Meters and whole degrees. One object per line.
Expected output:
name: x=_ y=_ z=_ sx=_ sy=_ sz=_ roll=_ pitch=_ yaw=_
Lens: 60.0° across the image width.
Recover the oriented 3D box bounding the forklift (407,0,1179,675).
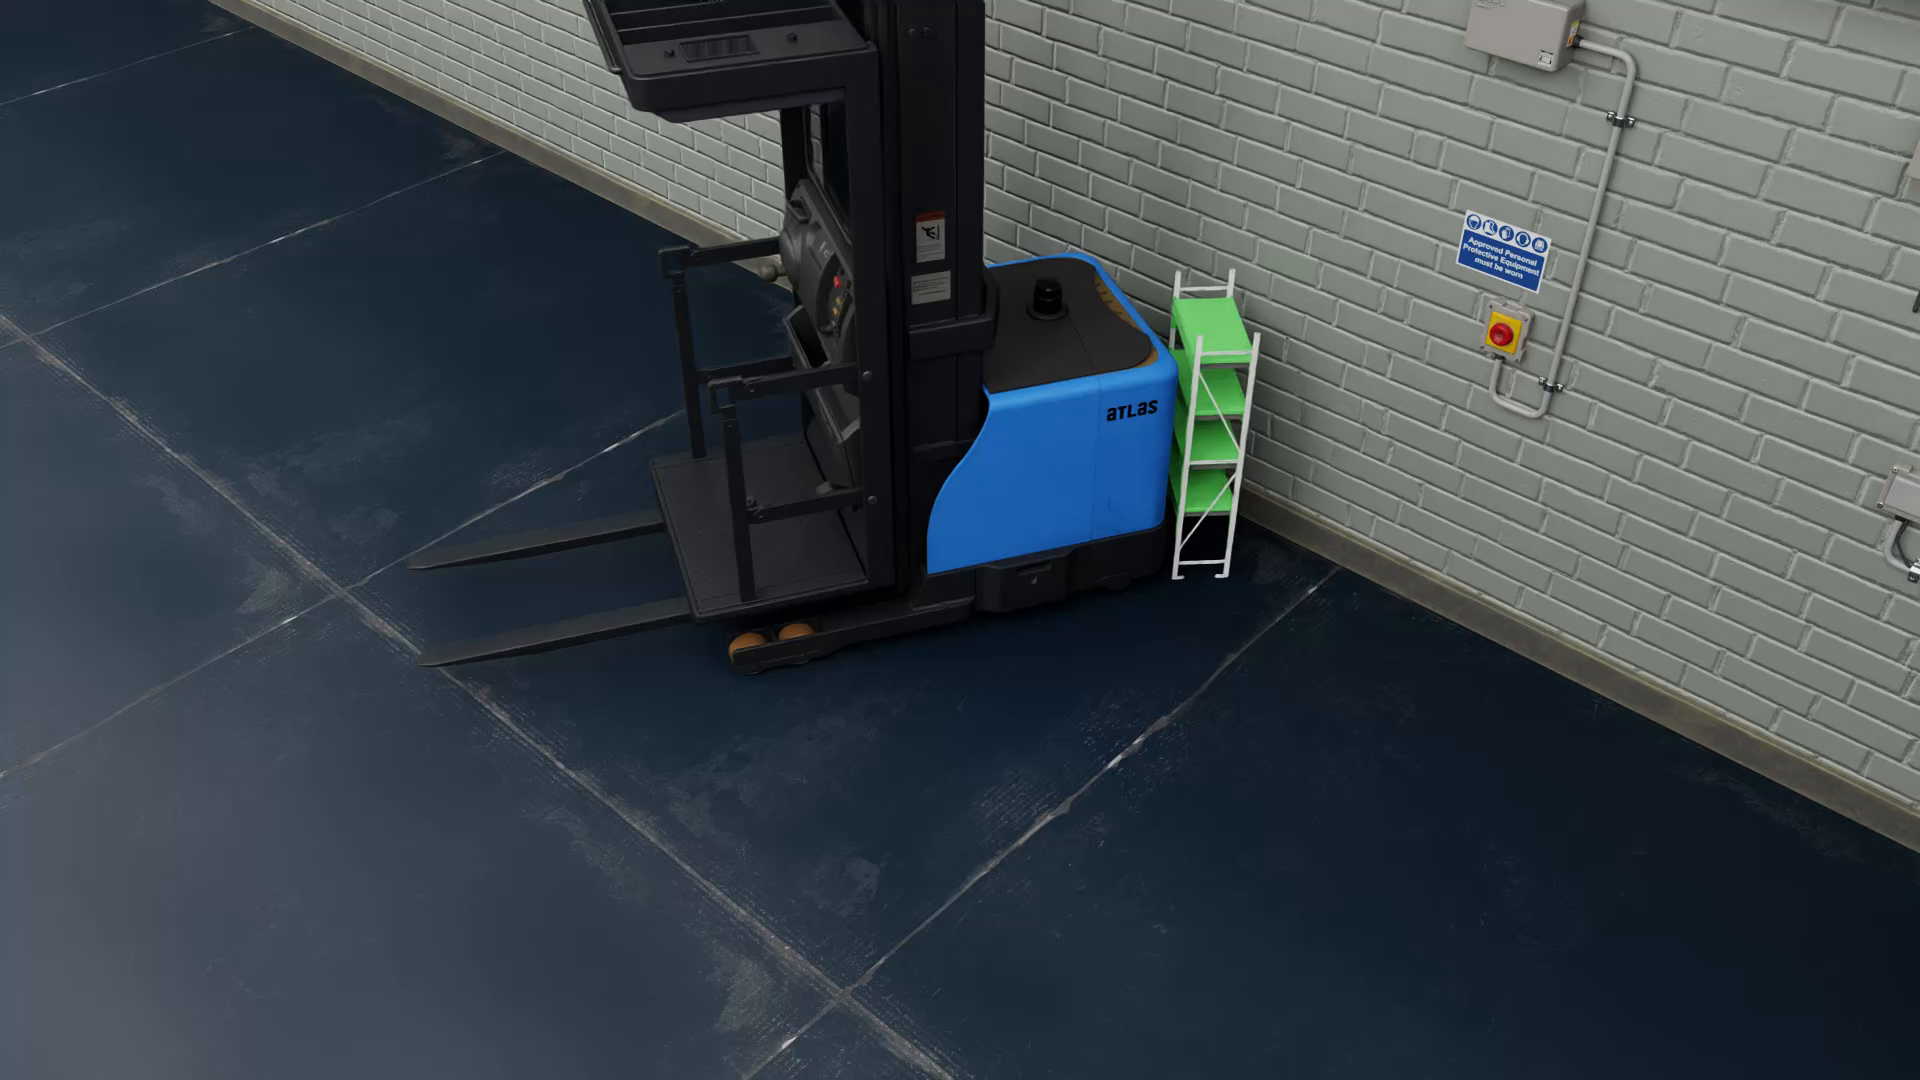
forklift: x=-0.715 y=-0.984 z=6.132 sx=3.031 sy=2.935 sz=1.130 roll=-11 pitch=40 yaw=-14

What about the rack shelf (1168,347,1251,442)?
rack shelf: x=1.003 y=-0.600 z=6.758 sx=0.258 sy=0.148 sz=0.480 roll=-2 pitch=39 yaw=-3

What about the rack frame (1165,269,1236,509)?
rack frame: x=0.987 y=-0.614 z=7.058 sx=0.240 sy=1.200 sz=0.015 roll=-2 pitch=39 yaw=-3

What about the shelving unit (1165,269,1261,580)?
shelving unit: x=1.002 y=-0.462 z=6.867 sx=0.258 sy=1.200 sz=0.503 roll=-2 pitch=39 yaw=-3

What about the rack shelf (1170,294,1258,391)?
rack shelf: x=1.003 y=-0.788 z=6.608 sx=0.258 sy=0.148 sz=0.480 roll=-2 pitch=39 yaw=-3

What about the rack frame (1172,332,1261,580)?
rack frame: x=1.018 y=-0.311 z=6.677 sx=0.240 sy=1.200 sz=0.015 roll=-2 pitch=39 yaw=-3

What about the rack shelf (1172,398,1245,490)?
rack shelf: x=1.002 y=-0.412 z=6.907 sx=0.258 sy=0.148 sz=0.480 roll=-2 pitch=39 yaw=-3

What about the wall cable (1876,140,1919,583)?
wall cable: x=2.978 y=-0.679 z=4.878 sx=0.588 sy=1.984 sz=0.122 roll=30 pitch=47 yaw=32

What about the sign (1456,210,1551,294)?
sign: x=1.929 y=-1.026 z=5.913 sx=0.327 sy=0.218 sz=0.001 roll=30 pitch=47 yaw=32

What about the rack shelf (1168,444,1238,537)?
rack shelf: x=1.002 y=-0.225 z=7.056 sx=0.258 sy=0.148 sz=0.480 roll=-2 pitch=39 yaw=-3

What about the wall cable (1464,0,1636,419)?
wall cable: x=1.923 y=-1.282 z=5.610 sx=0.585 sy=1.953 sz=0.123 roll=30 pitch=47 yaw=32
